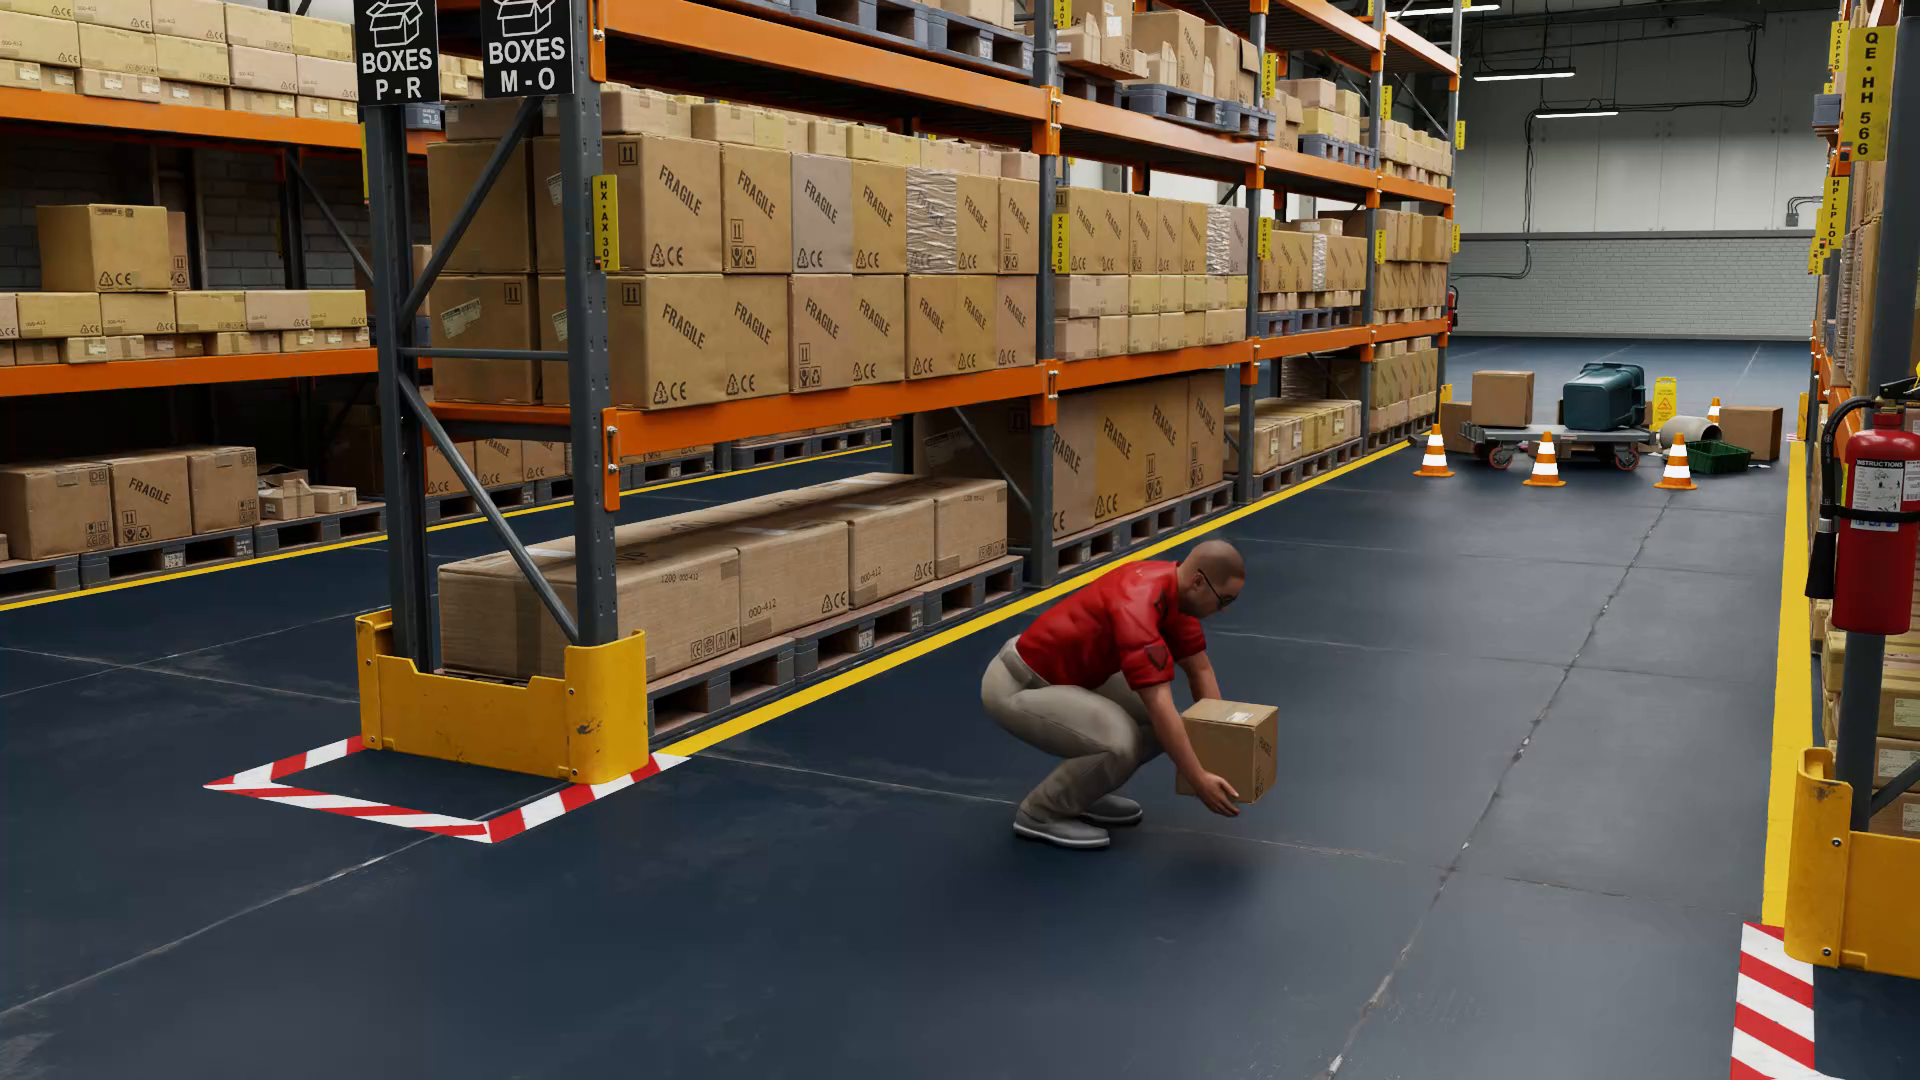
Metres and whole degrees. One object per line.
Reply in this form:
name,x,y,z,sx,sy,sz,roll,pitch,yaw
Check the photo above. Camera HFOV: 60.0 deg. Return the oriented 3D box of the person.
person,0.525,0.471,5.353,0.886,0.983,0.569,4,10,26
